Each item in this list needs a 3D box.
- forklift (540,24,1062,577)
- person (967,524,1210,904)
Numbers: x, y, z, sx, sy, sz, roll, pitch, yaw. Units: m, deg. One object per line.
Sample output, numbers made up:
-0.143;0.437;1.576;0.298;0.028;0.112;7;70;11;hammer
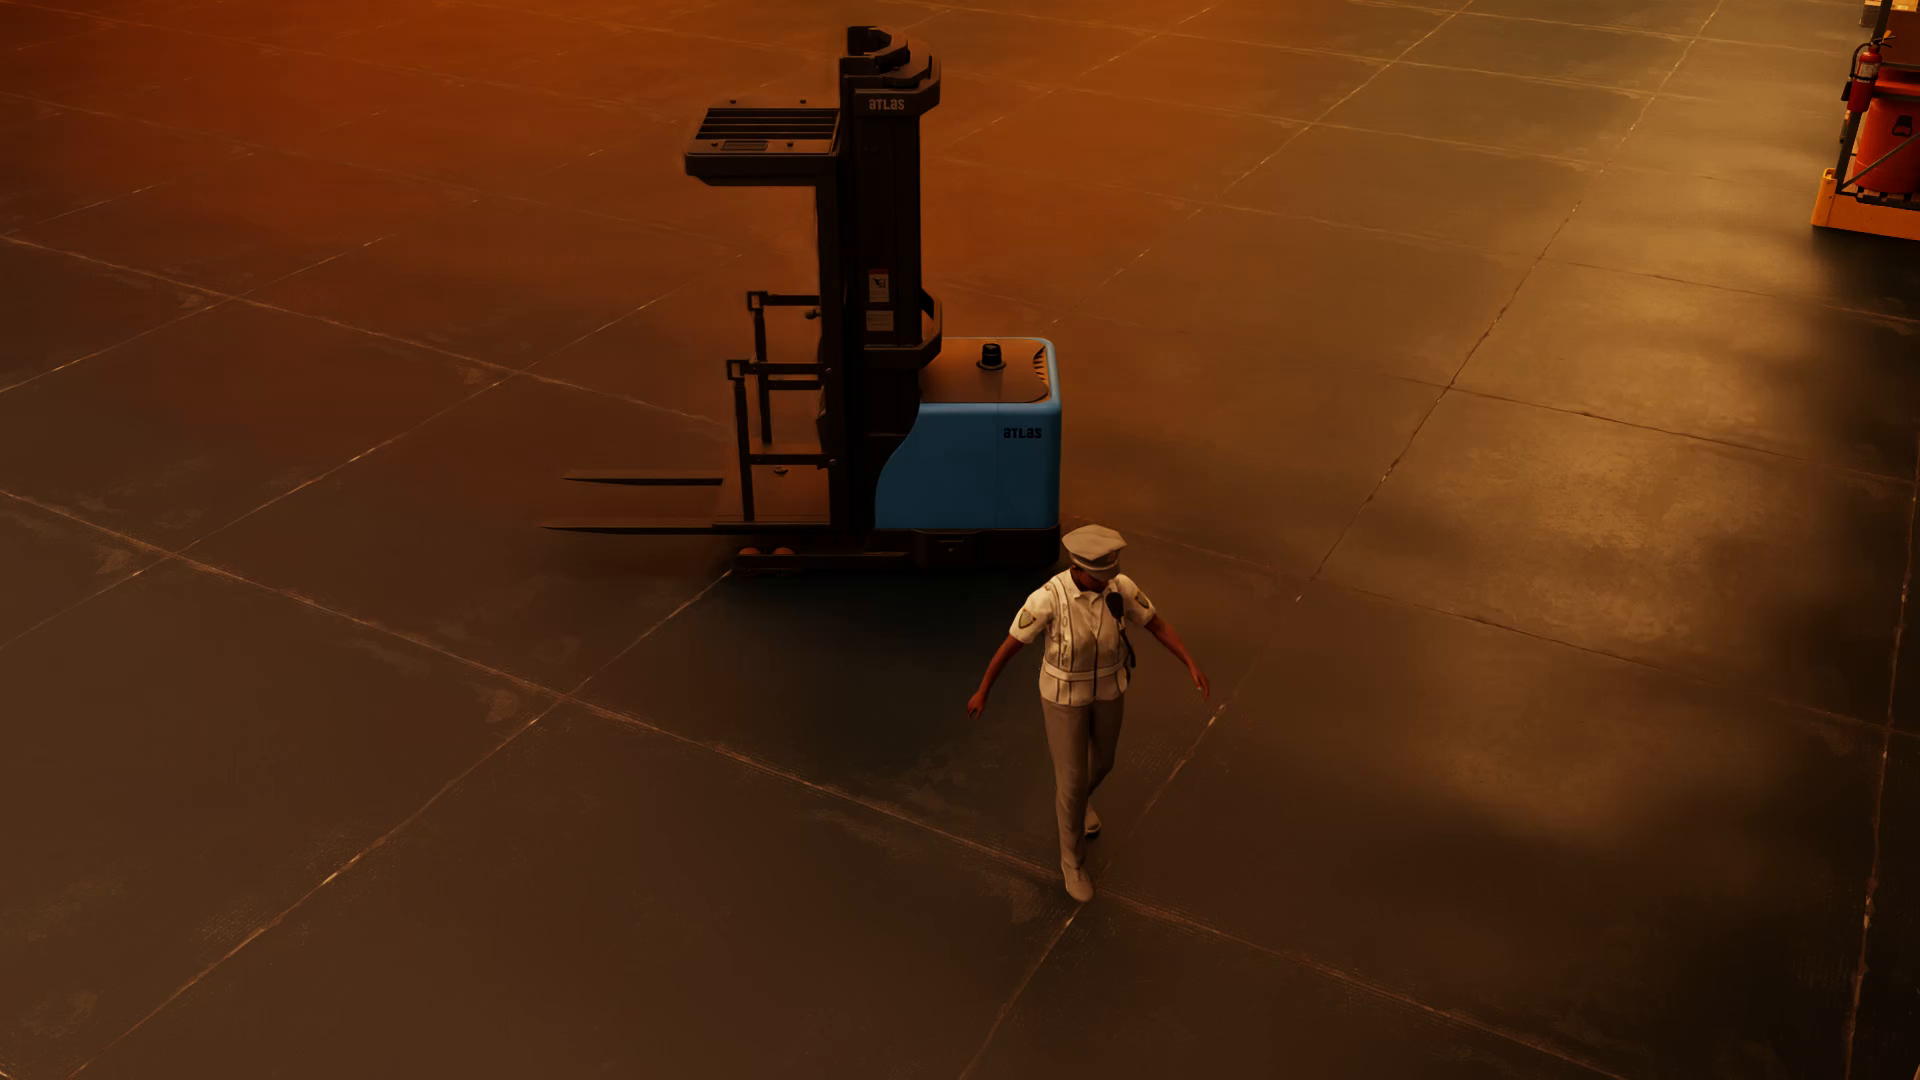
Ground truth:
-0.935;-1.321;9.359;3.031;2.935;1.130;0;30;0;forklift
0.522;0.721;7.149;0.899;1.649;0.701;-11;32;-18;person
